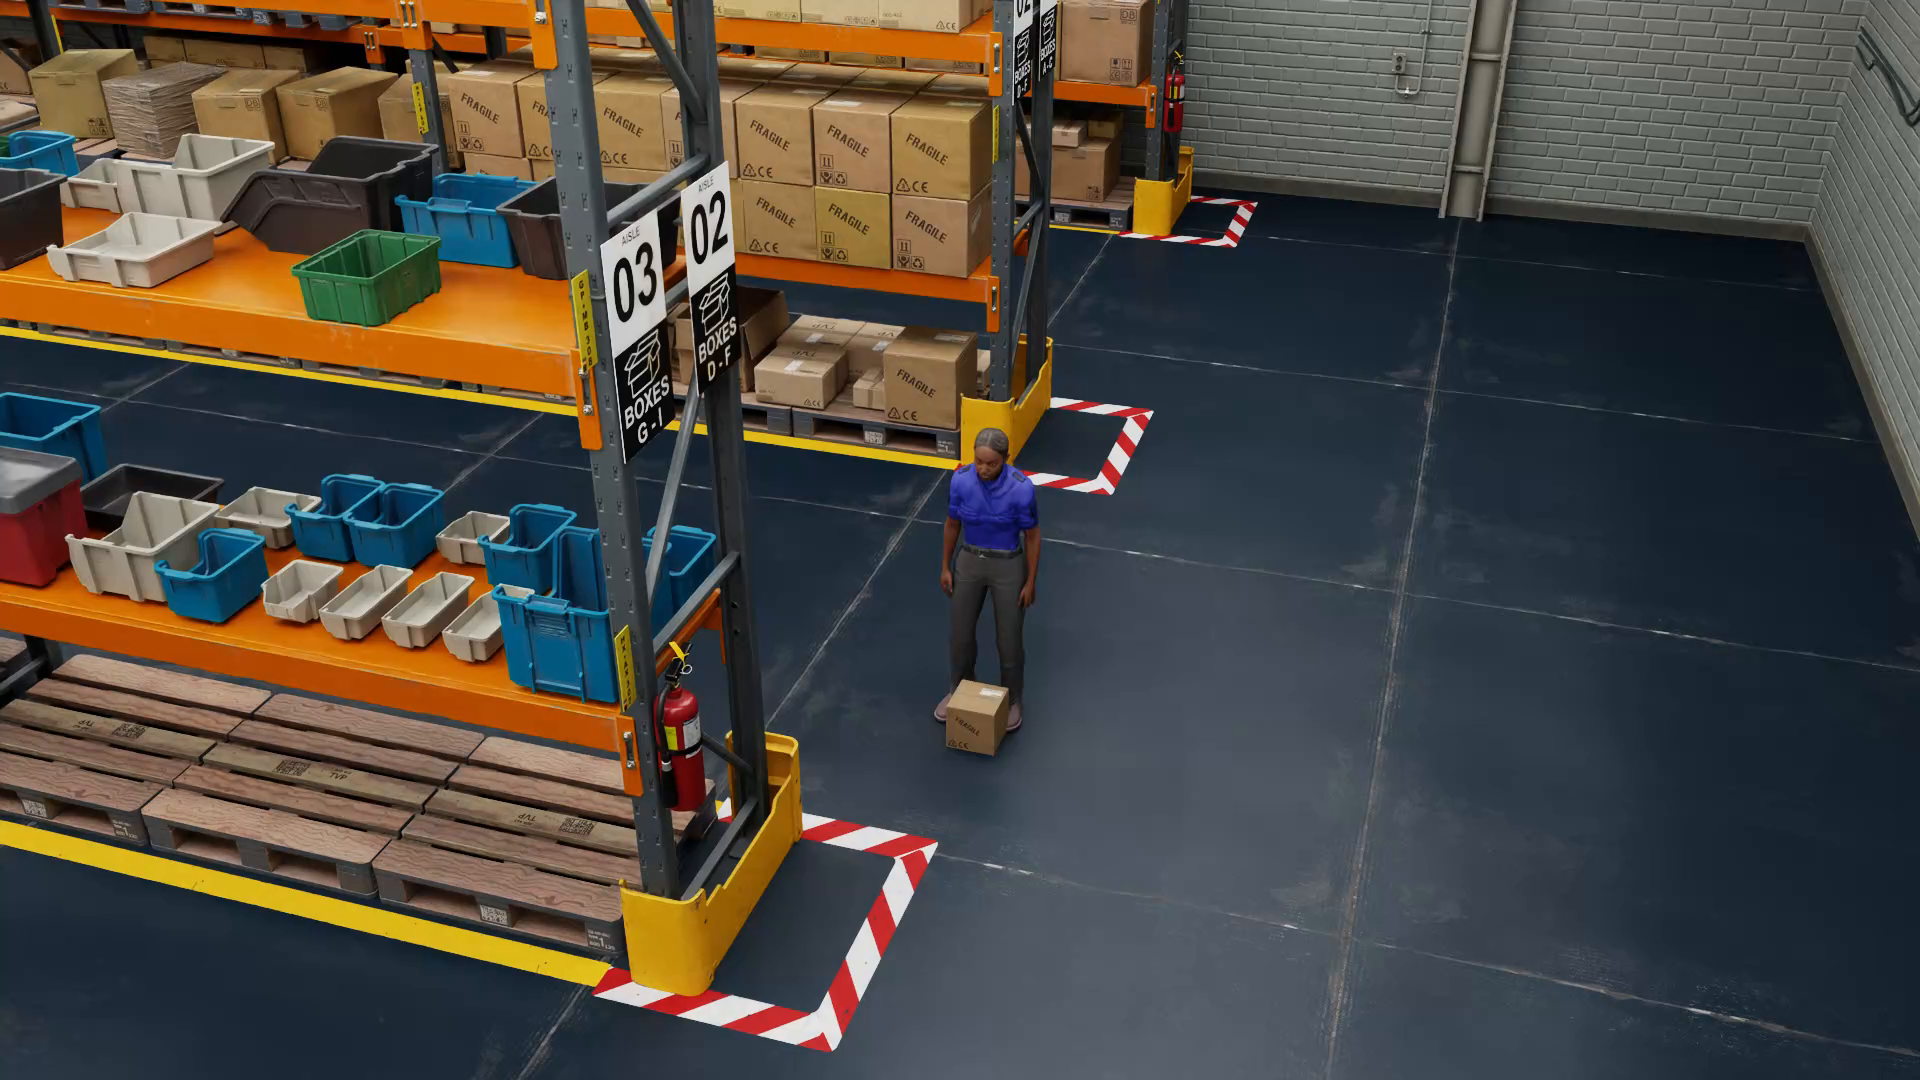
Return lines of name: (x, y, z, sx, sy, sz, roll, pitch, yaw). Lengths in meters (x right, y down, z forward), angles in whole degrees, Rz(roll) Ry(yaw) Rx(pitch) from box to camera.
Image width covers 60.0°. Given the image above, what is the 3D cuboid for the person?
person: (0.142, 0.168, 8.205, 0.505, 1.655, 0.346, 9, 31, 15)
